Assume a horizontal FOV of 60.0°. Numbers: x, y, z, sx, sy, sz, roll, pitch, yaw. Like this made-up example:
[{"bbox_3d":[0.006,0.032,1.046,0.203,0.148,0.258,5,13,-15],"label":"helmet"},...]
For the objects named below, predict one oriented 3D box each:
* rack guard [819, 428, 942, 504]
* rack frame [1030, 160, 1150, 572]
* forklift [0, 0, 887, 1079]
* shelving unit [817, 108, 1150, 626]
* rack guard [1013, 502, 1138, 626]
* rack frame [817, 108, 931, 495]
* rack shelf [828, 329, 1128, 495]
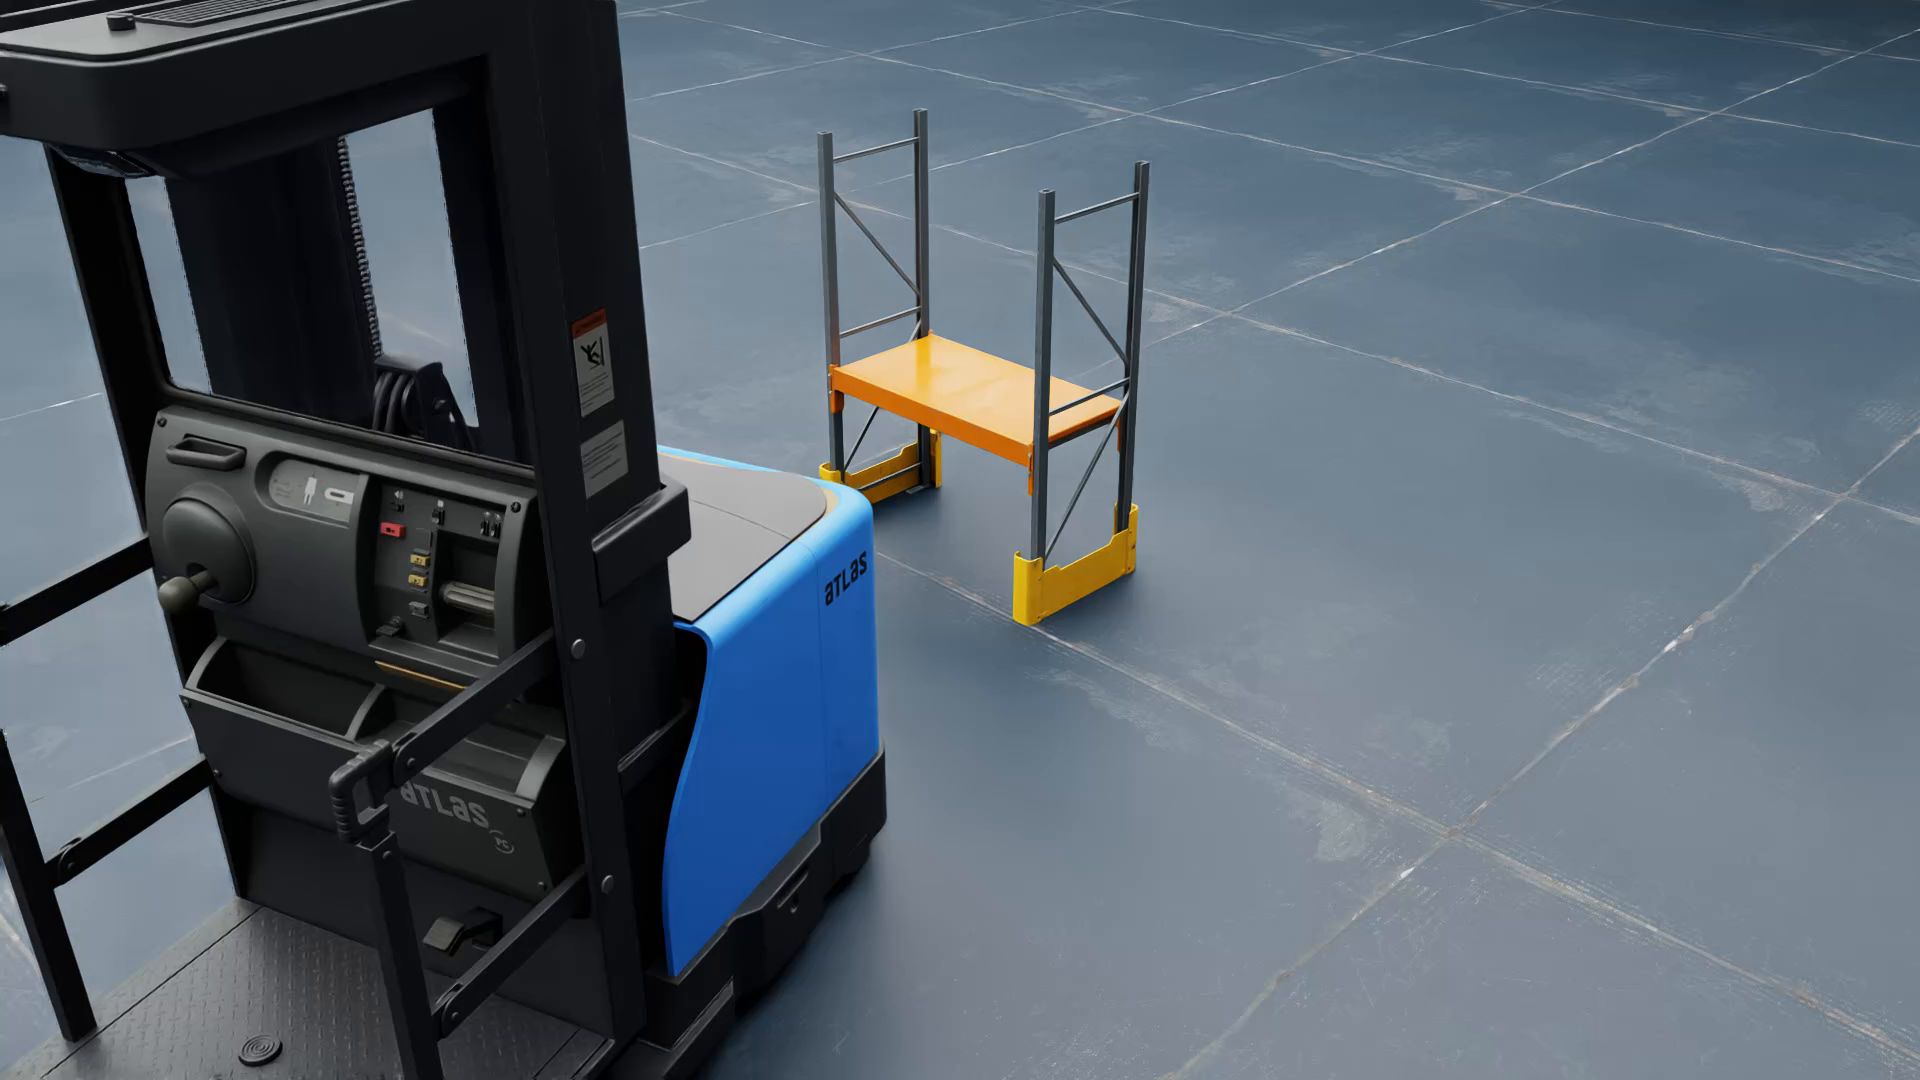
[{"bbox_3d":[-0.301,-0.248,6.454,0.087,0.250,0.587,25,36,38],"label":"rack guard"},{"bbox_3d":[0.423,-0.470,5.533,0.032,1.500,0.500,25,36,38],"label":"rack frame"},{"bbox_3d":[-1.295,0.046,3.013,1.130,2.935,3.031,13,30,22],"label":"forklift"},{"bbox_3d":[0.054,-0.639,5.854,1.083,1.500,0.587,25,36,38],"label":"shelving unit"},{"bbox_3d":[0.409,0.077,5.835,0.087,0.250,0.587,25,36,38],"label":"rack guard"},{"bbox_3d":[-0.302,-0.802,6.163,0.032,1.500,0.500,25,36,38],"label":"rack frame"},{"bbox_3d":[0.061,-0.477,5.932,1.000,0.185,0.538,25,36,38],"label":"rack shelf"}]
